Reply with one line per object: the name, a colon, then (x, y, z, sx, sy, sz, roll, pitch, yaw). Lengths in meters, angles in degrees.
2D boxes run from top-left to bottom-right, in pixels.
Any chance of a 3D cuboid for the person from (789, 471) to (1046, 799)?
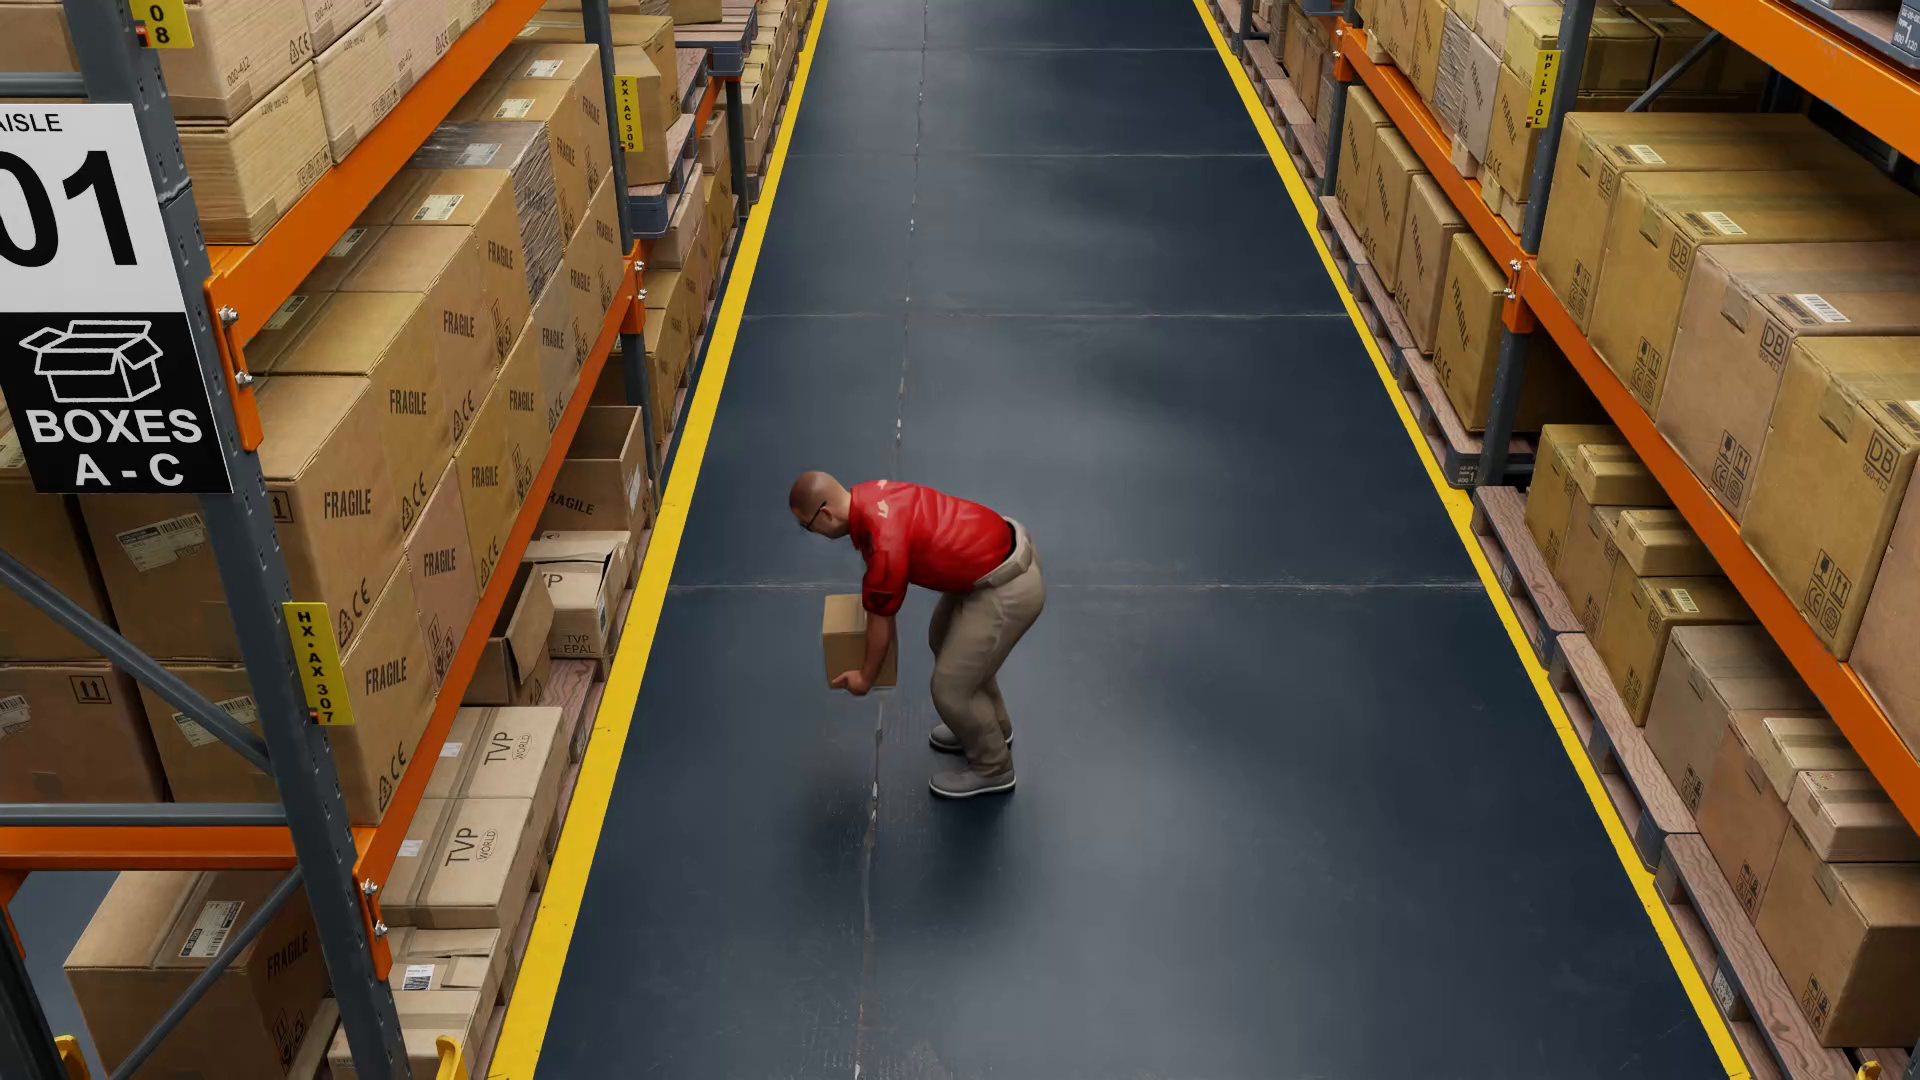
person: (-0.144, 0.311, 6.054, 0.898, 1.301, 0.494, -1, 31, -2)
